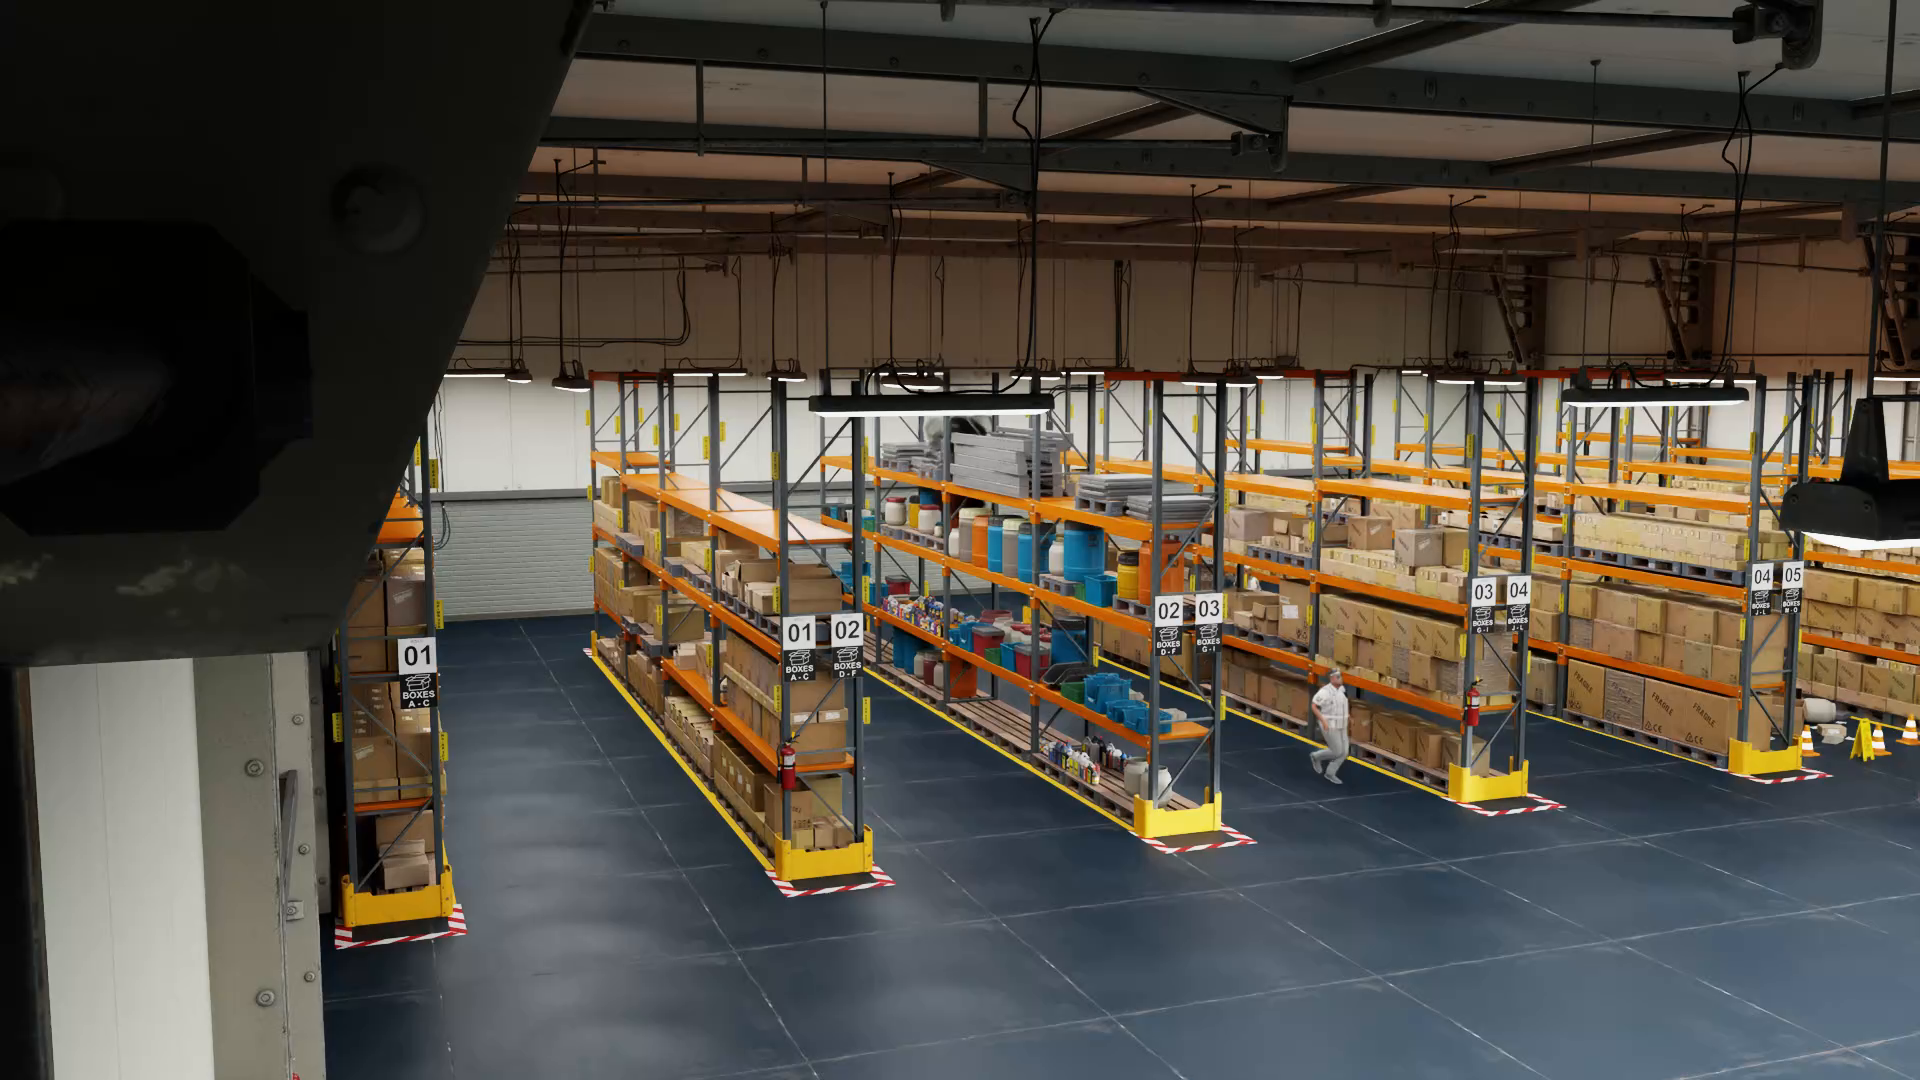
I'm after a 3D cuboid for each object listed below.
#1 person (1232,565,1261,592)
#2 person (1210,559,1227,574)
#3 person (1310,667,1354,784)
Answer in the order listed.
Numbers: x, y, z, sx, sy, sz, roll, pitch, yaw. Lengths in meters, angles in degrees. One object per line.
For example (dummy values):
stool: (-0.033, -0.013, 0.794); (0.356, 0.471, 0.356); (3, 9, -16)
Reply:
person: (6.296, 1.399, 36.480); (0.656, 1.772, 0.800); (-1, 7, -12)
person: (6.487, 0.932, 41.563); (0.746, 1.639, 0.757); (0, 6, -4)
person: (5.534, 2.738, 24.659); (0.673, 1.756, 0.595); (-5, 8, -37)
